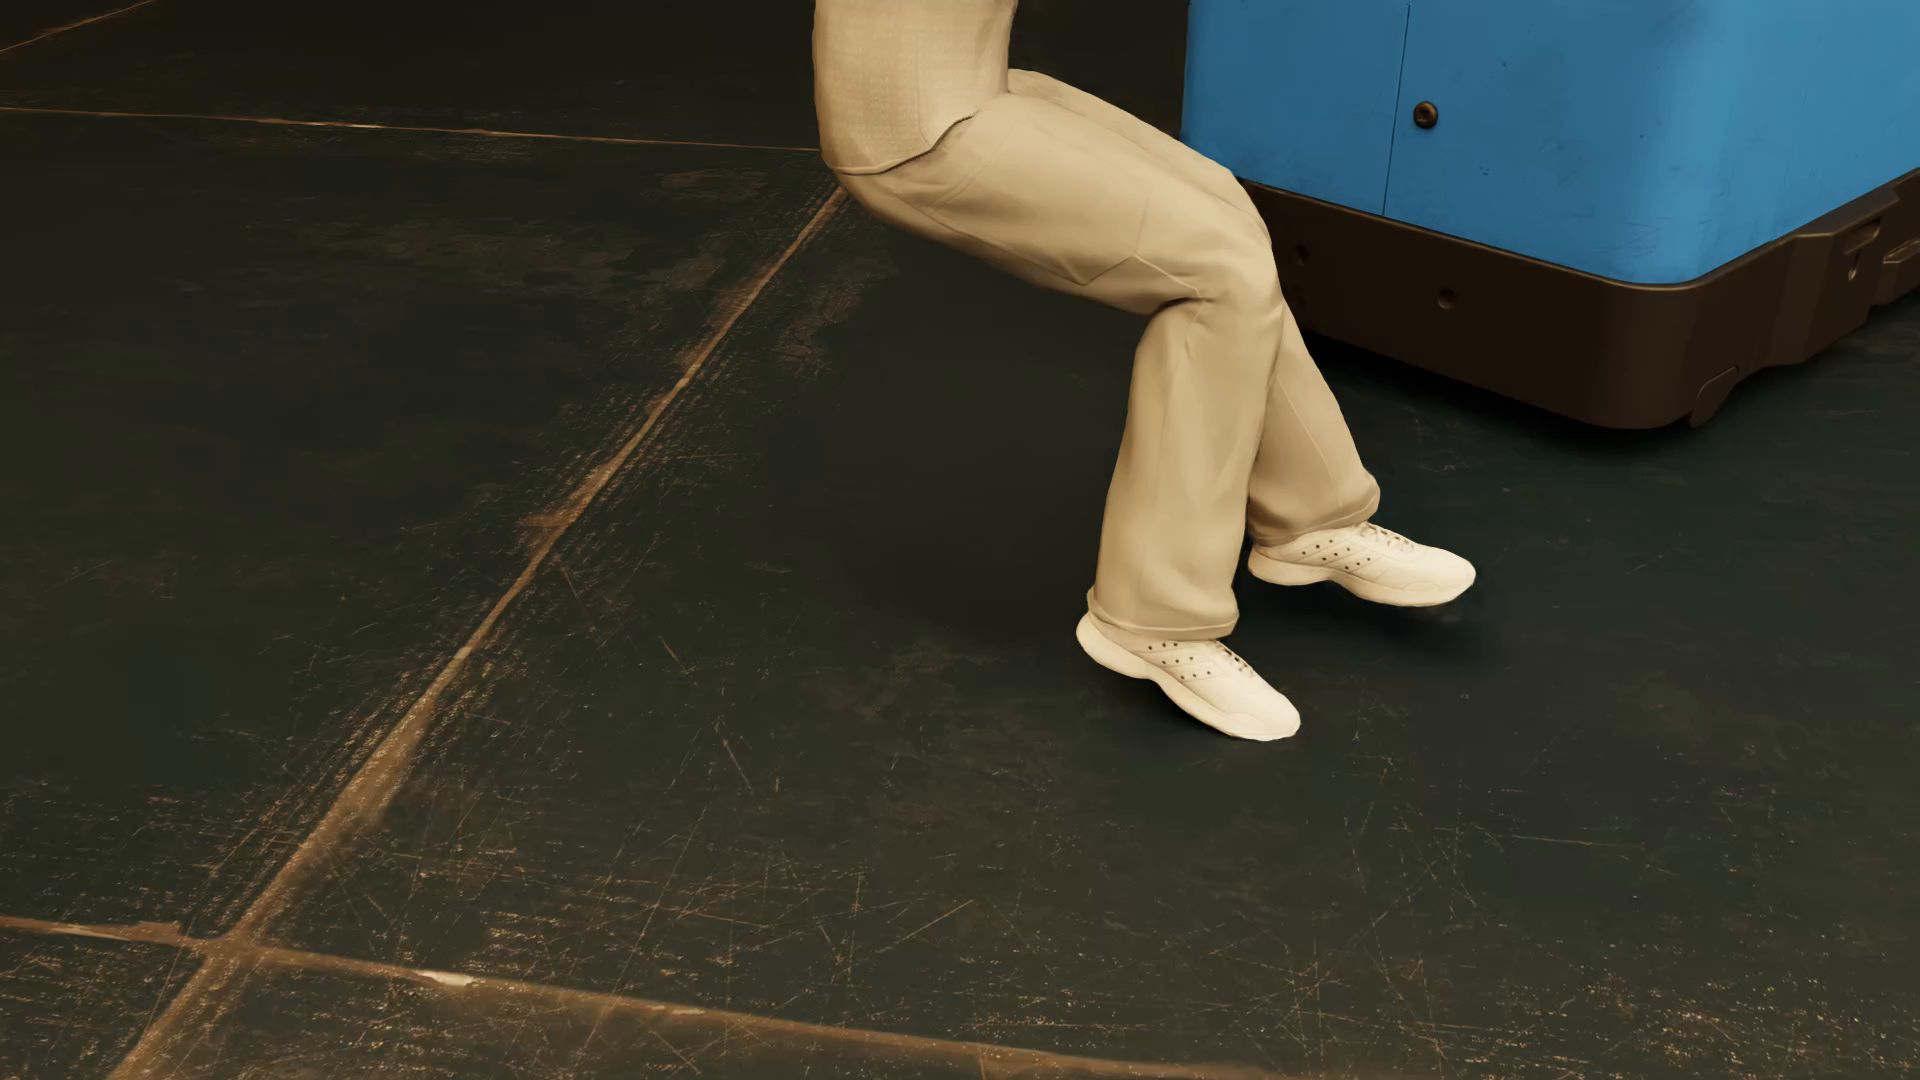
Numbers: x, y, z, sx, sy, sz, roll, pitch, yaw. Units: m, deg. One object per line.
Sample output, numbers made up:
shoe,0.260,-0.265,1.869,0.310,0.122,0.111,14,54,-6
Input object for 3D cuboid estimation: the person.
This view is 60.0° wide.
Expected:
person,0.230,-0.592,2.138,0.903,1.420,0.971,-1,29,-1

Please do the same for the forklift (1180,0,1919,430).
forklift,1.825,-2.060,3.193,3.031,2.935,1.130,-24,37,-37
